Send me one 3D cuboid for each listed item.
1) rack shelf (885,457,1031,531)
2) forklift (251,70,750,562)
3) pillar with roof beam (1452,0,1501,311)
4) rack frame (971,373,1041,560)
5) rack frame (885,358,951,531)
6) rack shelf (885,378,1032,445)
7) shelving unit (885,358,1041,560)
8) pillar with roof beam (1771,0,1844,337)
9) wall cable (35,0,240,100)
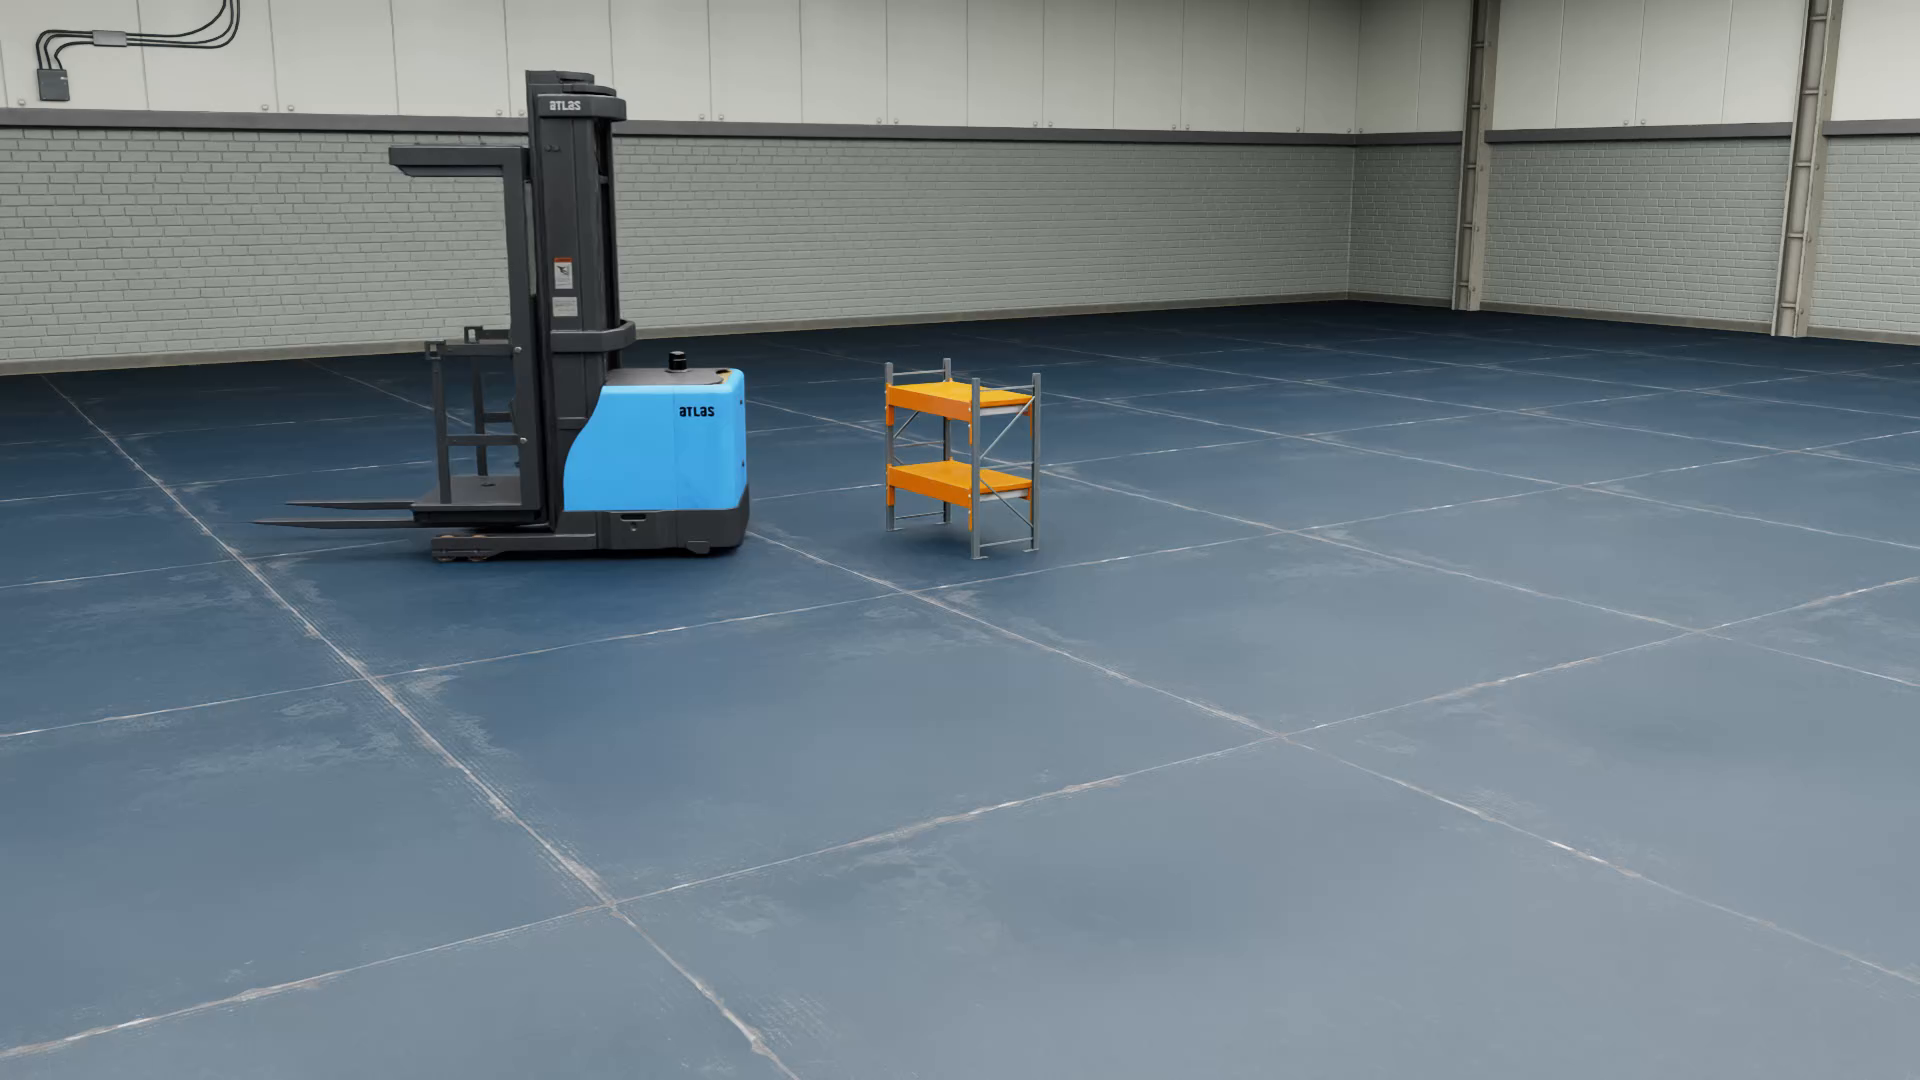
[{"bbox_3d":[0.004,-0.309,10.788,0.538,0.278,1.000,-8,15,-33],"label":"rack shelf"},{"bbox_3d":[-2.912,-1.412,10.459,3.031,2.935,1.130,-1,12,-3],"label":"forklift"},{"bbox_3d":[5.431,-7.991,26.341,9.100,9.000,0.400,-8,15,-33],"label":"pillar with roof beam"},{"bbox_3d":[0.285,-0.458,10.323,0.500,1.125,0.032,-8,15,-33],"label":"rack frame"},{"bbox_3d":[-0.278,-0.639,11.150,0.500,1.125,0.032,-8,15,-33],"label":"rack frame"},{"bbox_3d":[0.004,-0.834,10.674,0.538,0.278,1.000,-8,15,-33],"label":"rack shelf"},{"bbox_3d":[0.004,-0.548,10.736,0.538,1.125,1.048,-8,15,-33],"label":"shelving unit"},{"bbox_3d":[8.755,-6.924,21.462,9.100,9.000,0.400,-8,15,-33],"label":"pillar with roof beam"},{"bbox_3d":[-9.828,-8.235,19.496,2.305,6.003,0.169,-8,15,-33],"label":"wall cable"}]
